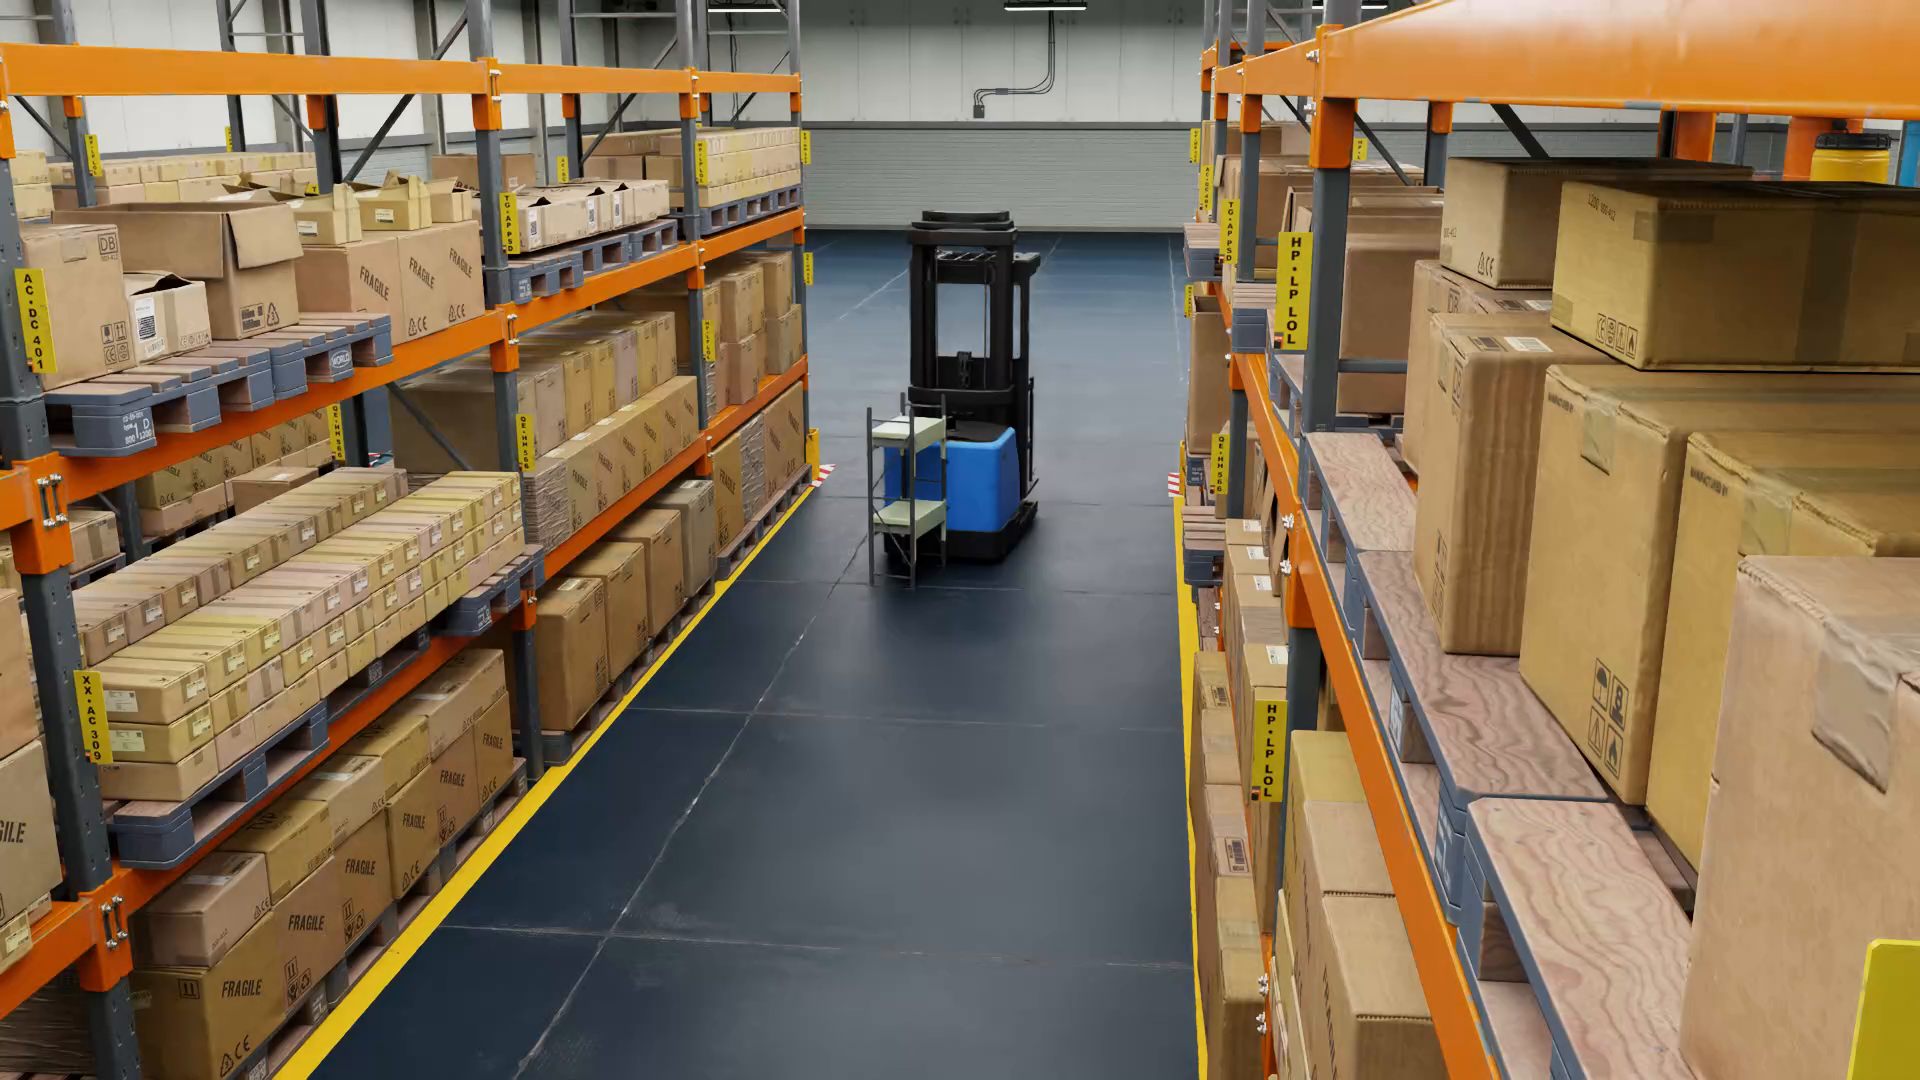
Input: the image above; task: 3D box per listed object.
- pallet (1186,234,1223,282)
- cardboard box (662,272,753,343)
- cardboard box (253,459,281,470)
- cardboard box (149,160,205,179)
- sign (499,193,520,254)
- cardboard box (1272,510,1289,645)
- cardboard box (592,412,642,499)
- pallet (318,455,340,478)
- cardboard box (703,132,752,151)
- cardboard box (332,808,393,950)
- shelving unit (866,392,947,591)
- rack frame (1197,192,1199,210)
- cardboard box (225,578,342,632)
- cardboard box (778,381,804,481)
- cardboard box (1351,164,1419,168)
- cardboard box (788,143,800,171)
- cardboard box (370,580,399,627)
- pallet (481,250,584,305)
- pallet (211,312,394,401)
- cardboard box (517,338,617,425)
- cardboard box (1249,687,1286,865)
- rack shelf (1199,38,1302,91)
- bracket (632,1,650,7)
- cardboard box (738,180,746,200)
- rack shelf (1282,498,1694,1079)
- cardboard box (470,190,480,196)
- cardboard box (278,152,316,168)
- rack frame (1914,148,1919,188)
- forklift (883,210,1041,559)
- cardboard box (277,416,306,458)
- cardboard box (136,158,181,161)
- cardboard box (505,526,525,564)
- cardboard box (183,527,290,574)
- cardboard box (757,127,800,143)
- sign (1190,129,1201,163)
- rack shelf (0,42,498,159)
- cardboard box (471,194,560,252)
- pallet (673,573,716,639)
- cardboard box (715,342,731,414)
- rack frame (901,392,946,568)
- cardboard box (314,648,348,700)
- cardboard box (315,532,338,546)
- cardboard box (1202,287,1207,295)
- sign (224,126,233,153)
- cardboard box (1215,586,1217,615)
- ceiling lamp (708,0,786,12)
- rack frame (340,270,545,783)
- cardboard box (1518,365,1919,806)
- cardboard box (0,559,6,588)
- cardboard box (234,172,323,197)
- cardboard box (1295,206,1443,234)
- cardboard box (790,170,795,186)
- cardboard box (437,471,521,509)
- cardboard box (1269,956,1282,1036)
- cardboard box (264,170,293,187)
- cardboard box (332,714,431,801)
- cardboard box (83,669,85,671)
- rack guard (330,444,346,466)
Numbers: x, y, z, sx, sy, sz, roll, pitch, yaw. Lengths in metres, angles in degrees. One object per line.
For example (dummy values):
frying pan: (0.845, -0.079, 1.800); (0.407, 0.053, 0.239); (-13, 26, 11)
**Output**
pallet: (2.087, -1.837, 10.822); (1.213, 0.211, 1.003); (2, 15, 6)
cardboard box: (-2.321, -2.048, 14.635); (0.875, 0.550, 0.550); (2, 15, 6)
cardboard box: (-6.963, -0.623, 16.182); (0.500, 0.250, 0.500); (1, 15, 4)
cardboard box: (-7.018, -3.321, 14.903); (0.380, 0.149, 0.250); (1, 15, 5)
sign: (-2.453, -1.722, 9.045); (0.100, 0.325, 0.005); (2, 15, 6)
cardboard box: (1.681, 0.131, 6.816); (0.797, 0.503, 0.637); (2, 15, 8)
cardboard box: (-2.503, -0.589, 11.403); (0.500, 0.500, 0.500); (2, 15, 6)
pallet: (-7.155, -0.660, 17.197); (1.003, 0.211, 1.213); (2, 15, 6)
cardboard box: (-2.020, -3.455, 14.404); (0.380, 0.149, 0.250); (2, 15, 6)
cardboard box: (-2.993, 1.543, 7.692); (0.500, 0.500, 0.500); (2, 15, 7)
shelving unit: (-0.434, -0.416, 13.829); (0.431, 1.500, 0.755); (5, 16, 19)
rack frame: (2.828, -1.943, 16.602); (1.000, 3.000, 0.127); (2, 15, 6)
cardboard box: (-2.826, 0.270, 6.955); (0.380, 0.149, 0.250); (2, 15, 6)
cardboard box: (-2.100, -1.115, 16.804); (0.875, 0.875, 0.875); (2, 15, 7)
cardboard box: (2.294, -1.852, 9.367); (0.500, 0.500, 0.500); (2, 15, 7)
cardboard box: (-1.867, -3.750, 16.260); (0.500, 0.250, 0.500); (2, 15, 7)
cardboard box: (-2.768, 0.278, 7.496); (0.380, 0.149, 0.250); (1, 15, 5)
pallet: (-2.972, -1.566, 9.822); (1.213, 0.211, 1.003); (2, 15, 9)
pallet: (-3.154, -0.787, 6.937); (1.213, 0.211, 1.003); (2, 15, 6)
cardboard box: (-2.763, -1.085, 11.319); (0.700, 0.500, 0.500); (2, 15, 6)
cardboard box: (1.318, 0.863, 6.031); (0.500, 0.500, 0.500); (2, 15, 8)
rack shelf: (2.602, -3.972, 13.995); (1.077, 0.370, 4.000); (2, 15, 6)
bracket: (-8.940, -15.199, 47.237); (0.076, 0.066, 3.189); (2, 15, 6)
cardboard box: (-2.049, -3.004, 14.264); (0.380, 0.149, 0.250); (1, 15, 5)
rack shelf: (1.248, 0.587, 2.876); (1.077, 0.370, 4.000); (2, 15, 6)
cardboard box: (-3.172, -1.976, 10.153); (0.500, 0.311, 0.500); (2, 15, 6)
cardboard box: (-6.764, -3.850, 16.862); (0.380, 0.149, 0.250); (2, 15, 7)
rack frame: (7.297, -3.656, 11.442); (1.000, 3.000, 0.127); (2, 15, 6)
forklift: (0.134, -1.591, 15.431); (1.130, 2.935, 3.031); (3, 15, 11)
cardboard box: (-6.906, -1.121, 16.590); (0.500, 0.500, 0.500); (2, 15, 8)
cardboard box: (-7.465, -3.467, 15.443); (0.380, 0.149, 0.250); (2, 15, 7)
cardboard box: (-2.591, 0.019, 9.020); (0.380, 0.149, 0.250); (2, 15, 7)
cardboard box: (-3.383, 0.046, 7.783); (0.380, 0.149, 0.250); (2, 15, 8)
cardboard box: (-1.790, -3.981, 16.348); (0.380, 0.149, 0.250); (2, 15, 7)
sign: (2.288, -3.829, 16.155); (0.100, 0.325, 0.005); (2, 15, 6)
rack shelf: (-3.218, -1.877, 7.010); (1.077, 0.370, 4.000); (2, 15, 6)
cardboard box: (-2.692, -1.878, 9.788); (0.500, 0.311, 0.500); (2, 15, 6)
pallet: (-2.553, 0.470, 13.018); (1.003, 0.211, 1.213); (2, 15, 6)
cardboard box: (-2.471, -1.390, 14.268); (0.875, 0.550, 0.550); (2, 15, 6)
rack frame: (-0.310, -0.506, 14.161); (0.400, 1.500, 0.023); (5, 16, 19)
cardboard box: (-2.827, 0.559, 7.025); (0.380, 0.149, 0.250); (1, 15, 4)
cardboard box: (-3.330, 0.059, 8.304); (0.380, 0.149, 0.250); (2, 15, 7)
cardboard box: (2.153, -1.705, 13.044); (0.500, 0.500, 0.500); (2, 15, 6)
sign: (-7.558, -4.121, 17.234); (0.100, 0.325, 0.005); (2, 15, 6)
cardboard box: (2.213, 0.370, 11.992); (0.700, 0.500, 0.500); (2, 15, 6)
ceiling lamp: (-5.257, -14.579, 40.655); (2.000, 3.185, 0.800); (2, 15, 6)
rack frame: (-2.992, -0.041, 9.565); (1.000, 3.000, 0.127); (2, 15, 6)
cardboard box: (1.221, 0.045, 2.315); (0.700, 0.500, 0.500); (1, 15, 2)
cardboard box: (-7.682, 0.371, 12.272); (0.950, 0.372, 0.625); (2, 15, 8)
cardboard box: (-3.370, -1.676, 8.208); (0.396, 0.266, 0.258); (2, 15, 6)
cardboard box: (1.715, -1.038, 6.507); (0.797, 0.503, 0.637); (1, 15, 5)
cardboard box: (-1.819, -3.532, 16.215); (0.380, 0.149, 0.250); (2, 15, 7)
cardboard box: (-2.592, -0.269, 8.946); (0.380, 0.149, 0.250); (1, 15, 4)
cardboard box: (1.110, 1.357, 4.877); (0.380, 0.149, 0.250); (2, 15, 6)
cardboard box: (-6.881, -3.483, 16.269); (0.500, 0.250, 0.500); (1, 15, 5)
cardboard box: (-2.928, 1.049, 8.083); (0.500, 0.250, 0.500); (2, 15, 8)
cardboard box: (-3.566, 0.594, 6.324); (0.380, 0.149, 0.250); (2, 15, 7)
rack guard: (-7.028, -1.009, 17.934); (1.175, 0.500, 0.348); (2, 15, 6)
